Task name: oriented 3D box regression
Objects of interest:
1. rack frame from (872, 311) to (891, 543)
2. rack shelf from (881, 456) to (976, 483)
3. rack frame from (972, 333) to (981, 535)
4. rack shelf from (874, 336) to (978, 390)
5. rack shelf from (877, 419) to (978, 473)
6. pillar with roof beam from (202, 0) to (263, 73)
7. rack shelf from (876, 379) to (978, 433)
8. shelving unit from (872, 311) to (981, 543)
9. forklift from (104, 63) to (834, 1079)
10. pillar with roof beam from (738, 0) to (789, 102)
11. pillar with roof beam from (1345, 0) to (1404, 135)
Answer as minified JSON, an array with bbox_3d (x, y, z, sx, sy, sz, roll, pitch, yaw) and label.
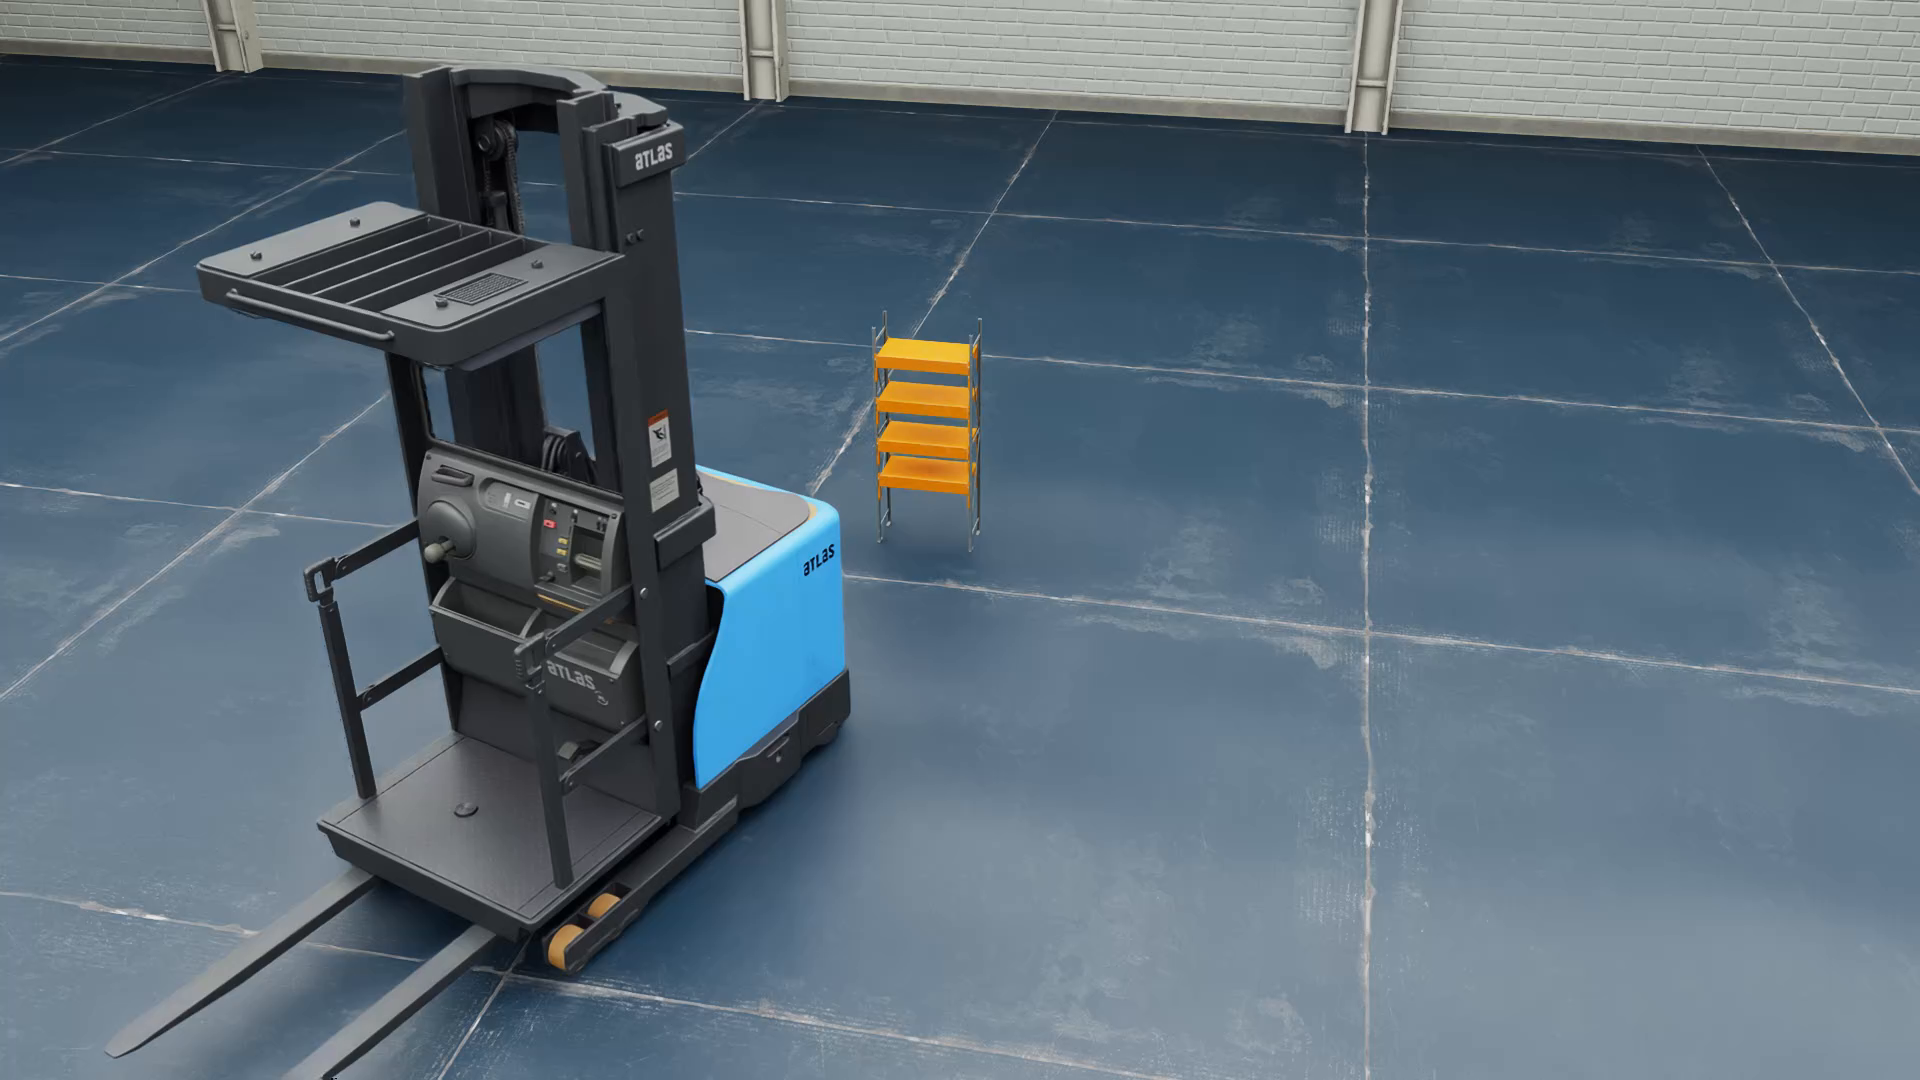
[{"bbox_3d":[-0.401,-0.567,8.537,0.015,1.200,0.240,6,29,11],"label":"rack frame"},{"bbox_3d":[-0.162,-0.357,8.594,0.457,0.021,0.221,6,29,11],"label":"rack shelf"},{"bbox_3d":[0.077,-0.519,8.448,0.006,1.046,0.228,6,29,11],"label":"rack frame"},{"bbox_3d":[-0.162,-0.888,8.304,0.480,0.148,0.258,6,29,11],"label":"rack shelf"},{"bbox_3d":[-0.162,-0.484,8.525,0.480,0.148,0.258,6,29,11],"label":"rack shelf"},{"bbox_3d":[-8.743,-7.065,12.283,0.400,9.000,9.100,6,29,11],"label":"pillar with roof beam"},{"bbox_3d":[-0.162,-0.680,8.417,0.480,0.148,0.258,6,29,11],"label":"rack shelf"},{"bbox_3d":[-0.164,-0.543,8.493,0.499,1.200,0.258,6,29,11],"label":"shelving unit"},{"bbox_3d":[-1.671,0.000,5.698,1.121,2.935,3.031,16,33,27],"label":"forklift"},{"bbox_3d":[-2.875,-6.463,11.184,0.400,9.000,9.100,6,29,11],"label":"pillar with roof beam"},{"bbox_3d":[2.992,-5.861,10.085,0.400,9.000,9.100,6,29,11],"label":"pillar with roof beam"}]
